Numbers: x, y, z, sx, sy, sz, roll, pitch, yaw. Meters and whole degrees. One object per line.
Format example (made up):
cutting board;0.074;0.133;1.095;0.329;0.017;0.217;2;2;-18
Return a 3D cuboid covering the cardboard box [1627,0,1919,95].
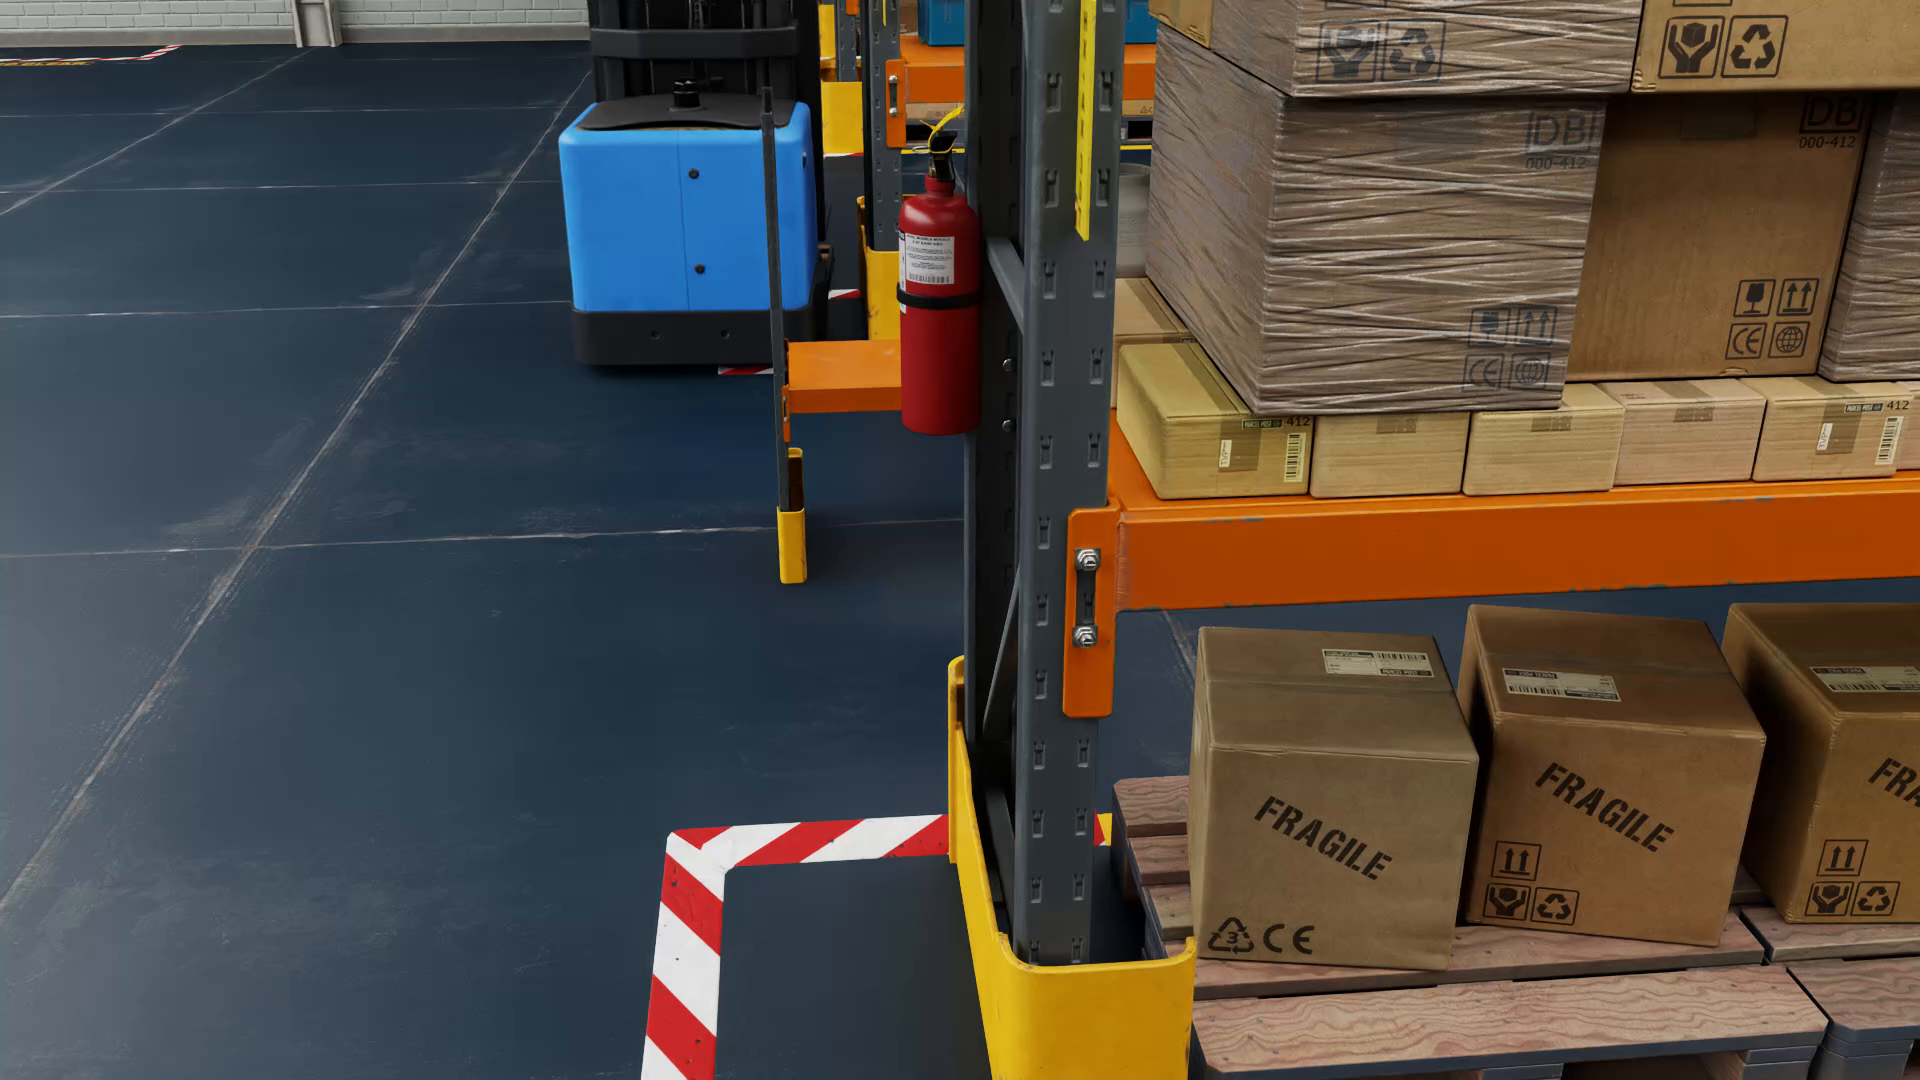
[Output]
cardboard box;1.192;-0.978;2.537;0.500;0.500;0.500;-2;24;-5

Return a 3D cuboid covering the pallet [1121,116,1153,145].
pallet;1.118;-3.236;12.769;1.213;0.211;1.003;-2;24;-5

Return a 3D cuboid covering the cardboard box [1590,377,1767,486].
cardboard box;1.174;-0.235;2.896;0.250;0.149;0.380;-2;24;-5

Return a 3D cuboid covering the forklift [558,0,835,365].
forklift;-1.225;-2.660;8.125;1.130;2.935;3.031;-1;24;-2

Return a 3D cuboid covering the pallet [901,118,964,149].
pallet;-0.093;-3.188;12.663;1.213;0.211;1.003;-2;24;-5

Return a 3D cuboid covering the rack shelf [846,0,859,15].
rack shelf;1.140;-4.166;12.315;4.000;0.370;1.077;-2;24;-5

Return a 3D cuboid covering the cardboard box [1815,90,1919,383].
cardboard box;1.657;-0.674;3.084;0.500;0.500;0.875;-2;24;-5

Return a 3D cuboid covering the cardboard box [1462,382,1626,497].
cardboard box;0.928;-0.217;2.854;0.250;0.149;0.380;-2;24;-5

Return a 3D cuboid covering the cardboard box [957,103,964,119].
cardboard box;0.202;-3.303;12.357;0.500;0.250;0.500;-2;24;-5

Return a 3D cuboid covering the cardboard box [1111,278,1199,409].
cardboard box;0.383;-0.391;3.245;0.250;0.149;0.380;-2;24;-5

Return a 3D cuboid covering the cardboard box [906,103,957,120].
cardboard box;-0.295;-3.282;12.309;0.500;0.250;0.500;-2;24;-5

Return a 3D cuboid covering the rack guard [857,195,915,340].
rack guard;-0.296;-1.292;8.042;0.348;0.500;1.175;-2;24;-5

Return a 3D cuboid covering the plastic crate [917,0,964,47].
plastic crate;0.101;-2.486;7.832;0.616;0.251;0.499;-2;24;-5

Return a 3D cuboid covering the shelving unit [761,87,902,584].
shelving unit;-0.076;-0.682;5.439;1.083;1.500;0.587;-2;24;-5

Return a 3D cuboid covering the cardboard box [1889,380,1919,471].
cardboard box;1.670;-0.263;2.959;0.250;0.149;0.380;-2;24;-5

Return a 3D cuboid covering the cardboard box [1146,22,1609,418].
cardboard box;0.670;-0.603;2.924;0.500;0.500;0.875;-2;24;-5

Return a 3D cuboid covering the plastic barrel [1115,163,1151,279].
plastic barrel;0.779;-1.545;8.078;0.421;0.512;0.421;0;24;0

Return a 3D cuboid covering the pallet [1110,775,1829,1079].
pallet;1.007;0.843;3.595;1.213;0.211;1.003;-2;24;-5

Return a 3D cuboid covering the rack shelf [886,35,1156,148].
rack shelf;1.623;-2.164;7.810;4.000;0.370;1.077;-2;24;-5

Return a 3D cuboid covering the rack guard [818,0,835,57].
rack guard;-1.265;-5.278;17.008;0.348;0.500;1.175;-2;24;-5

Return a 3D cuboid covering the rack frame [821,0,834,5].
rack frame;-1.341;-6.417;16.494;0.127;3.000;1.000;-2;24;-5

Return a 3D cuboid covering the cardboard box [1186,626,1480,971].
cardboard box;0.743;0.522;3.444;0.500;0.500;0.500;2;24;5

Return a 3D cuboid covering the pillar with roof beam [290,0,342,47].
pillar with roof beam;-6.277;-7.556;11.671;0.400;9.000;9.100;-2;24;-5

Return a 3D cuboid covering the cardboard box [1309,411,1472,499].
cardboard box;0.677;-0.213;2.845;0.250;0.149;0.380;-2;24;-5

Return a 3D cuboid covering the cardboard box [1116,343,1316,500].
cardboard box;0.427;-0.211;2.840;0.250;0.149;0.380;-2;24;-5

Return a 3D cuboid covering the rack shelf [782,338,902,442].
rack shelf;-0.085;-0.518;5.511;1.000;0.185;0.538;-2;24;-5

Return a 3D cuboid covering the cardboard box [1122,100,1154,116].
cardboard box;1.198;-3.341;12.442;0.500;0.250;0.500;-2;24;-5

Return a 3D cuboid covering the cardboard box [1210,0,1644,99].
cardboard box;0.694;-0.961;2.498;0.500;0.500;0.500;-2;24;-5

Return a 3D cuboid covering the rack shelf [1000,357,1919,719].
rack shelf;2.110;-0.162;3.306;4.000;0.370;1.077;-2;24;-5

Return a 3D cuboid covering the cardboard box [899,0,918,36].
cardboard box;-0.346;-3.835;12.629;0.500;0.500;0.500;-2;24;-5

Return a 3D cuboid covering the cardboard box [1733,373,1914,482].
cardboard box;1.424;-0.242;2.912;0.250;0.149;0.380;-2;24;-5

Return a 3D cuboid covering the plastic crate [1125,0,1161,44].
plastic crate;0.748;-2.509;7.885;0.408;0.251;0.499;-2;24;-5

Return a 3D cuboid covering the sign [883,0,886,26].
sign;-0.317;-2.316;6.928;0.005;0.325;0.100;-2;24;-5

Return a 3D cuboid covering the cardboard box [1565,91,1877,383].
cardboard box;1.155;-0.671;3.078;0.500;0.500;0.875;-2;24;-5

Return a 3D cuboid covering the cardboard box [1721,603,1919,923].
cardboard box;1.959;0.467;3.568;0.500;0.500;0.500;0;24;0

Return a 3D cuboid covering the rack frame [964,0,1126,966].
rack frame;0.120;-0.411;2.981;0.127;3.000;1.000;-2;24;-5

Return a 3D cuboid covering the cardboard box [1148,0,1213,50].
cardboard box;0.643;-1.171;2.971;0.500;0.500;0.500;-2;24;-5

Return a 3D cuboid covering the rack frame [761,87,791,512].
rack frame;-0.591;-0.662;5.392;0.032;1.500;0.500;-2;24;-5

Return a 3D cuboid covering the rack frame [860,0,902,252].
rack frame;-0.367;-2.413;7.485;0.127;3.000;1.000;-2;24;-5

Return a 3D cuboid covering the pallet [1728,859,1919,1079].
pallet;2.218;0.795;3.701;1.213;0.211;1.003;-2;24;-5

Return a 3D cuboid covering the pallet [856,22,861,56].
pallet;-0.453;-5.164;17.108;1.213;0.211;1.003;-2;24;-5

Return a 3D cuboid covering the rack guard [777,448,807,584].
rack guard;-0.571;-0.091;5.648;0.087;0.250;0.587;-2;24;-5

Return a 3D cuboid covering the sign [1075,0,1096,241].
sign;0.173;-0.587;2.311;0.005;0.325;0.100;-2;24;-5

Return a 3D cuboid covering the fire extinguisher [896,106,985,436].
fire extinguisher;-0.040;-0.557;3.405;0.183;0.674;0.296;-2;24;-5

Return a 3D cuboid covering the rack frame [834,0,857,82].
rack frame;-0.850;-4.415;11.989;0.127;3.000;1.000;-2;24;-5

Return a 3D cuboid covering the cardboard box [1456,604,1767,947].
cardboard box;1.334;0.484;3.529;0.500;0.500;0.500;4;24;9

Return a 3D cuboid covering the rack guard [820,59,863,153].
rack guard;-0.874;-3.272;12.495;0.348;0.500;1.175;-2;24;-5

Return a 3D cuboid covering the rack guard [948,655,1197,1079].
rack guard;0.195;0.729;3.495;0.348;0.500;1.175;-2;24;-5
